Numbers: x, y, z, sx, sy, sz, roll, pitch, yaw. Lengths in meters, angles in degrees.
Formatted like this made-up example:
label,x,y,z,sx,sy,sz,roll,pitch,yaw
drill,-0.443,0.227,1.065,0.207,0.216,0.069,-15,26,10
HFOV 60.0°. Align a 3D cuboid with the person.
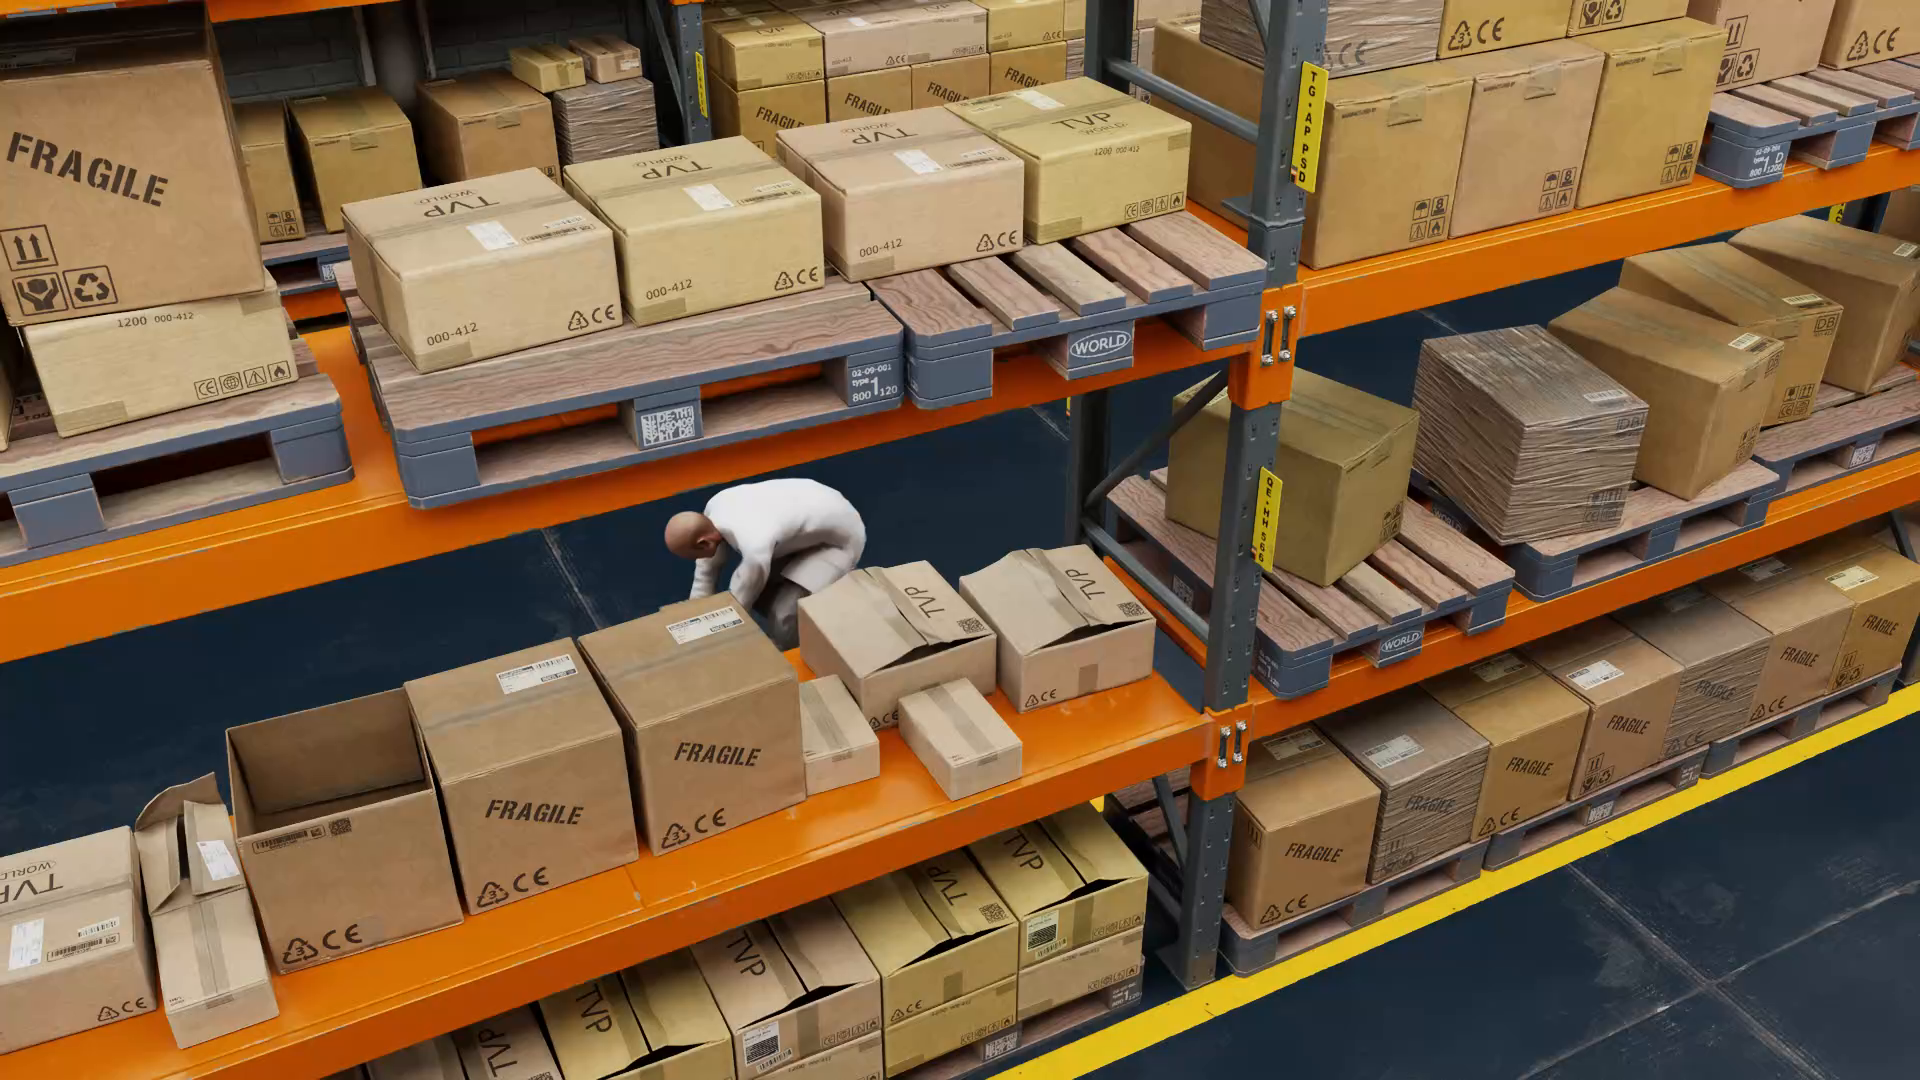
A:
label,x,y,z,sx,sy,sz,roll,pitch,yaw
person,-0.869,0.203,7.546,0.943,1.011,0.595,-17,37,-25
